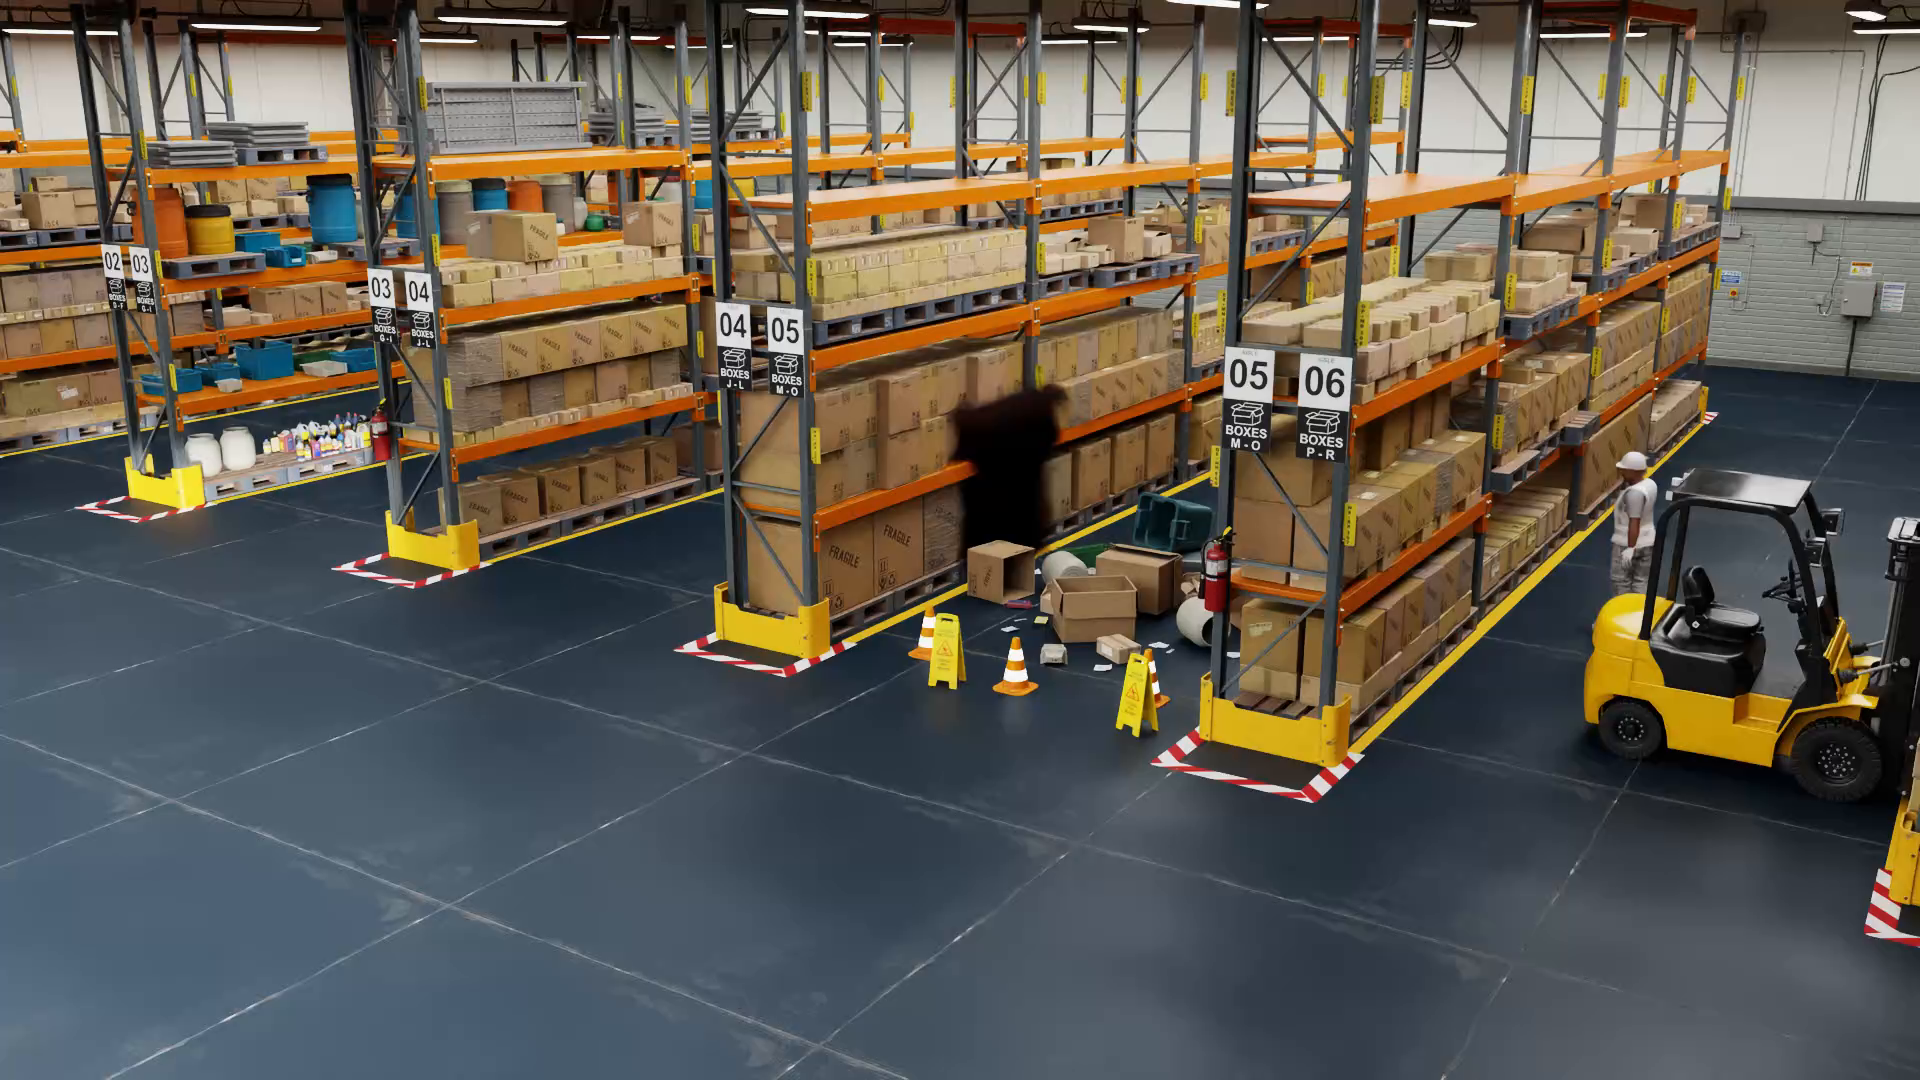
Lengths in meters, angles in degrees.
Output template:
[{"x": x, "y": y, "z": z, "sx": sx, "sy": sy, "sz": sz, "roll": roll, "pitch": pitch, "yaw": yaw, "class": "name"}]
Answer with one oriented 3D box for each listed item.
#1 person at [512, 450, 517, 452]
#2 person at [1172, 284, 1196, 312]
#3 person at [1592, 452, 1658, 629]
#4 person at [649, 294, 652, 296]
[{"x": -6.354, "y": -2.130, "z": 23.752, "sx": 0.489, "sy": 1.683, "sz": 1.000, "roll": 6, "pitch": 17, "yaw": 20, "class": "person"}, {"x": 4.085, "y": -3.950, "z": 30.334, "sx": 0.447, "sy": 1.630, "sz": 0.840, "roll": 9, "pitch": 18, "yaw": 29, "class": "person"}, {"x": 6.384, "y": 0.042, "z": 15.772, "sx": 0.574, "sy": 1.786, "sz": 0.436, "roll": -9, "pitch": 18, "yaw": -30, "class": "person"}, {"x": -7.797, "y": -6.962, "z": 40.906, "sx": 0.546, "sy": 1.812, "sz": 0.701, "roll": 0, "pitch": 16, "yaw": -1, "class": "person"}]
